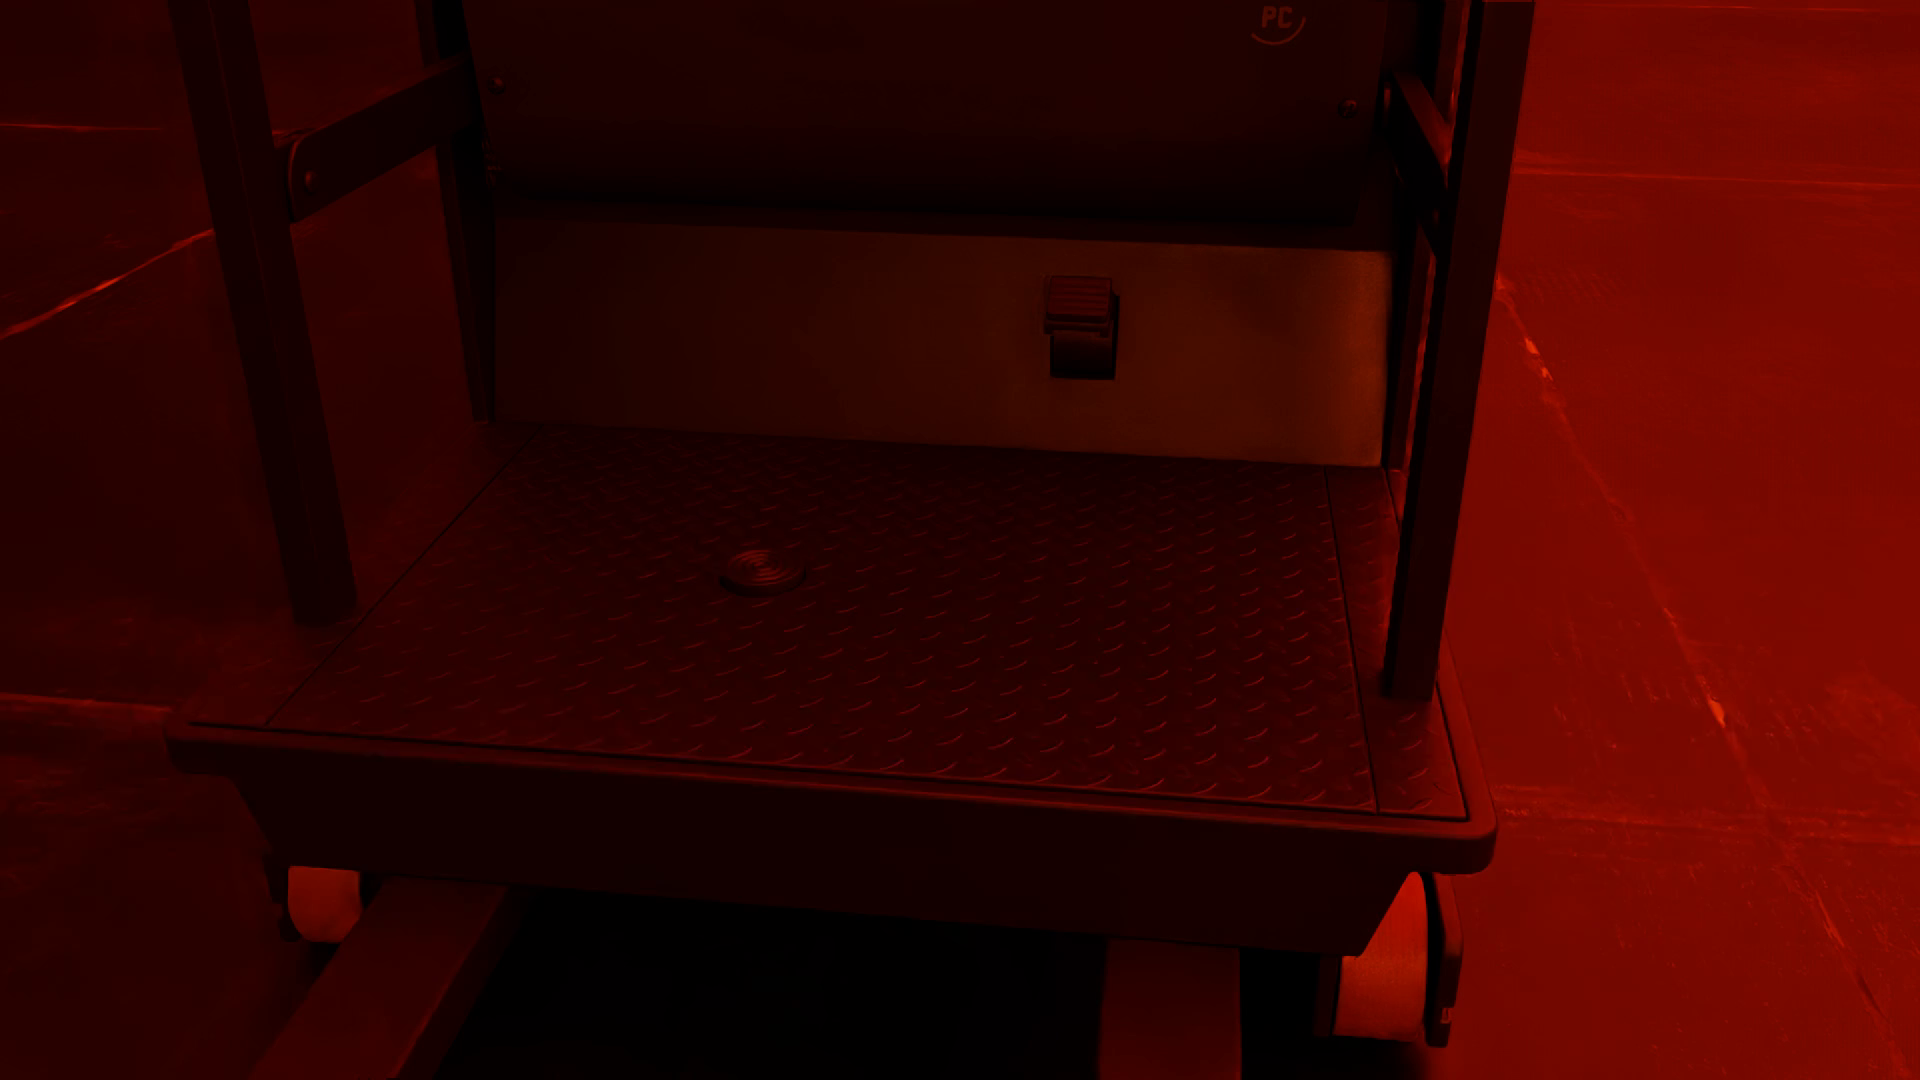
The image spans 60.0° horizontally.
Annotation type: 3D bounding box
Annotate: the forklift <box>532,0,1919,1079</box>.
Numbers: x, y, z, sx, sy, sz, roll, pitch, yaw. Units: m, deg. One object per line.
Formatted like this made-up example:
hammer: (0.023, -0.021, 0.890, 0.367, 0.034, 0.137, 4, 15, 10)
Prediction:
forklift: (0.153, -1.049, 1.319, 1.130, 2.935, 3.031, -7, 27, -13)
